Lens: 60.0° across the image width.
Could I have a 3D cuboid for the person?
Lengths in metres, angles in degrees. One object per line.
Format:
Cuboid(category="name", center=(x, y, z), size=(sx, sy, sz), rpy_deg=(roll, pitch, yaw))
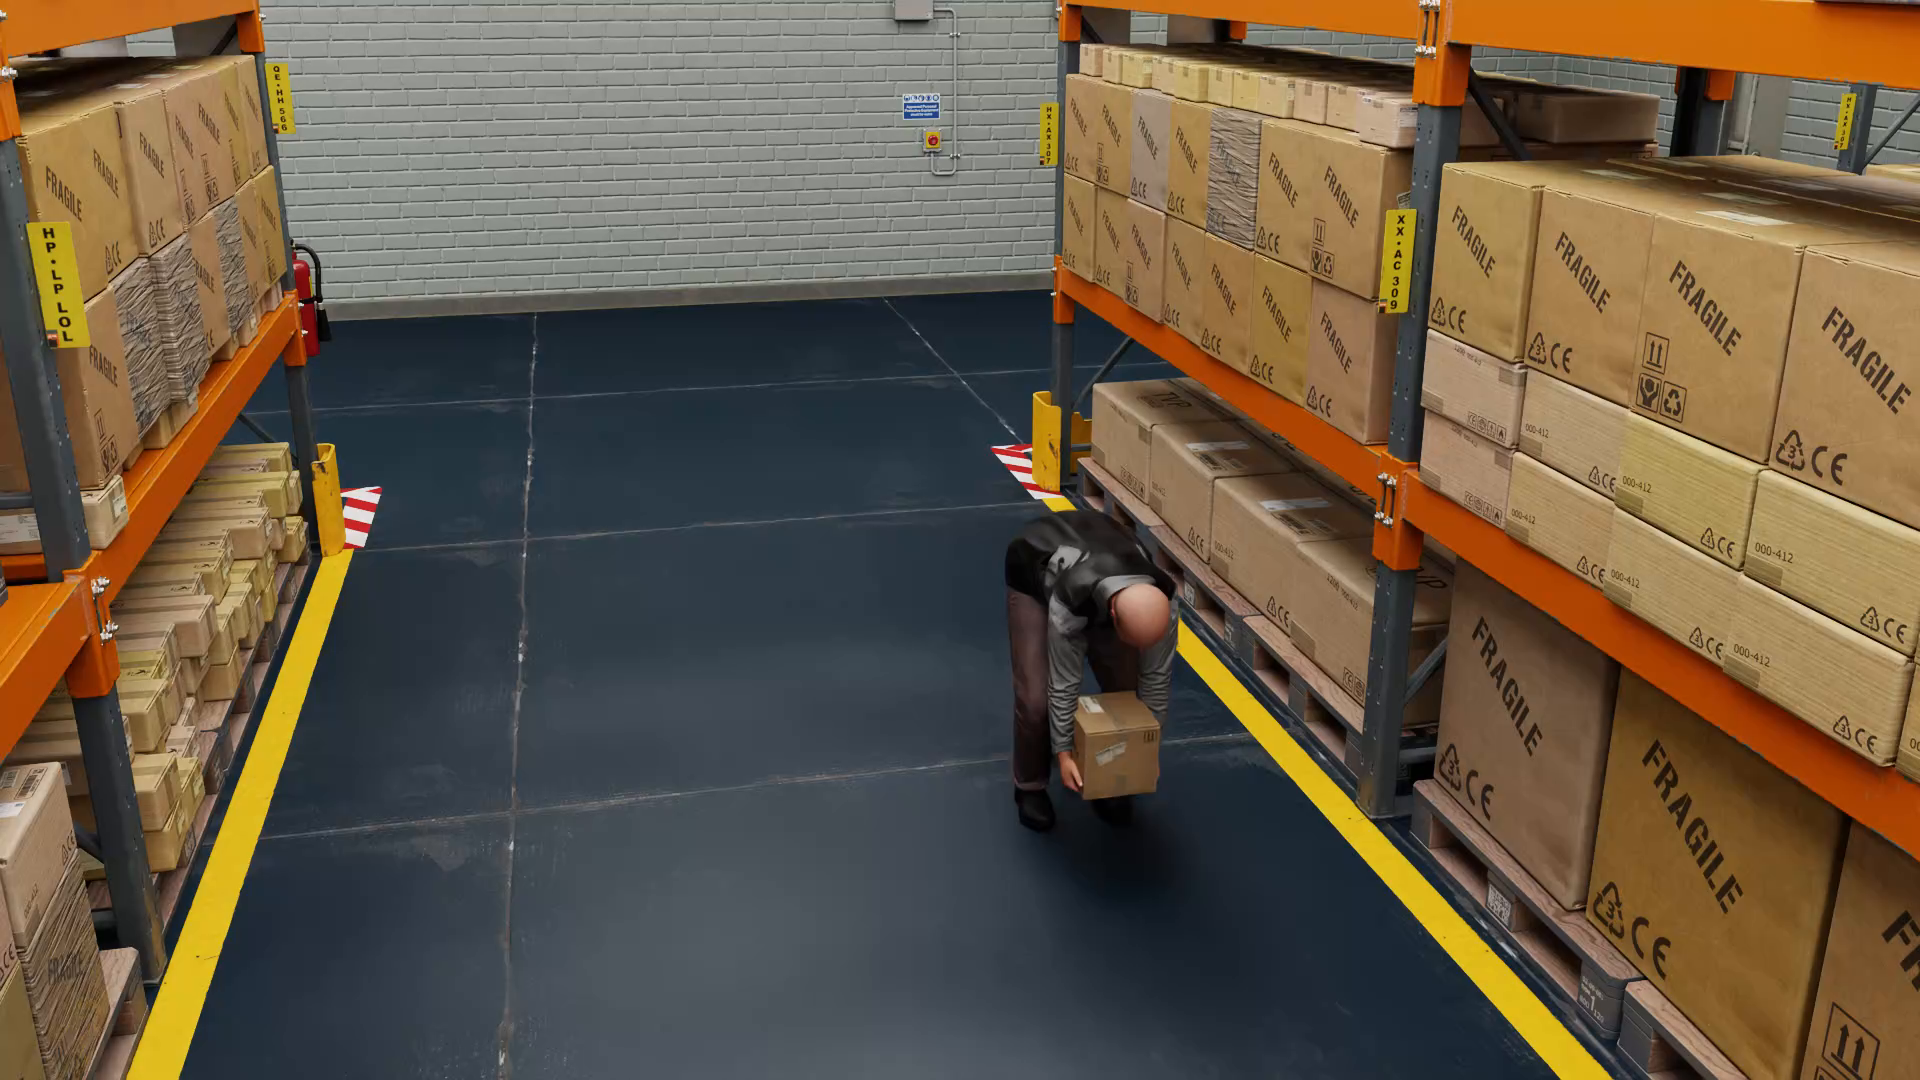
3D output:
Cuboid(category="person", center=(0.454, 0.479, 5.583), size=(0.465, 1.171, 0.948), rpy_deg=(-5, 20, -14))
